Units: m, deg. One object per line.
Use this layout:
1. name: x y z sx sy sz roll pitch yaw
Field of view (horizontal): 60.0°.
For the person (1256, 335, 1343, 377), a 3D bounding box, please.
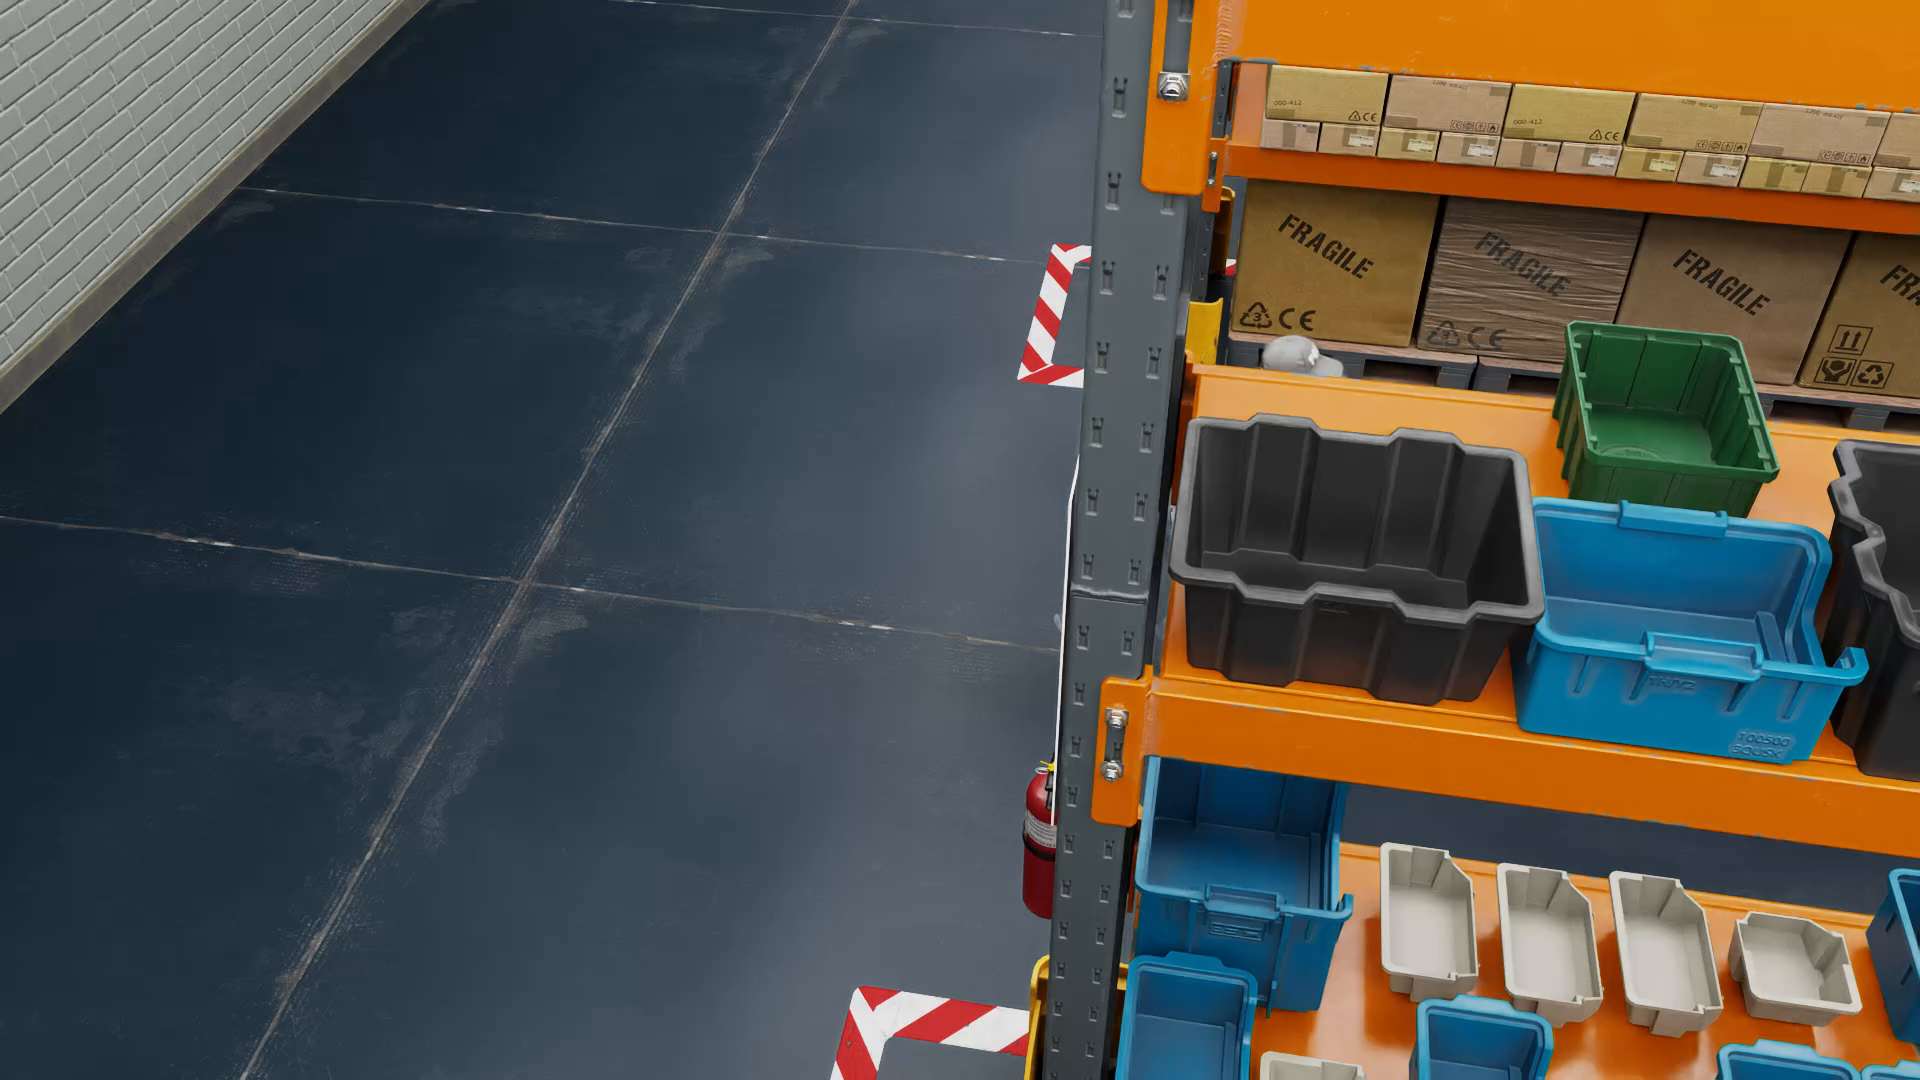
1. person: 1.162 -0.051 6.225 0.389 1.665 0.467 8 41 9
